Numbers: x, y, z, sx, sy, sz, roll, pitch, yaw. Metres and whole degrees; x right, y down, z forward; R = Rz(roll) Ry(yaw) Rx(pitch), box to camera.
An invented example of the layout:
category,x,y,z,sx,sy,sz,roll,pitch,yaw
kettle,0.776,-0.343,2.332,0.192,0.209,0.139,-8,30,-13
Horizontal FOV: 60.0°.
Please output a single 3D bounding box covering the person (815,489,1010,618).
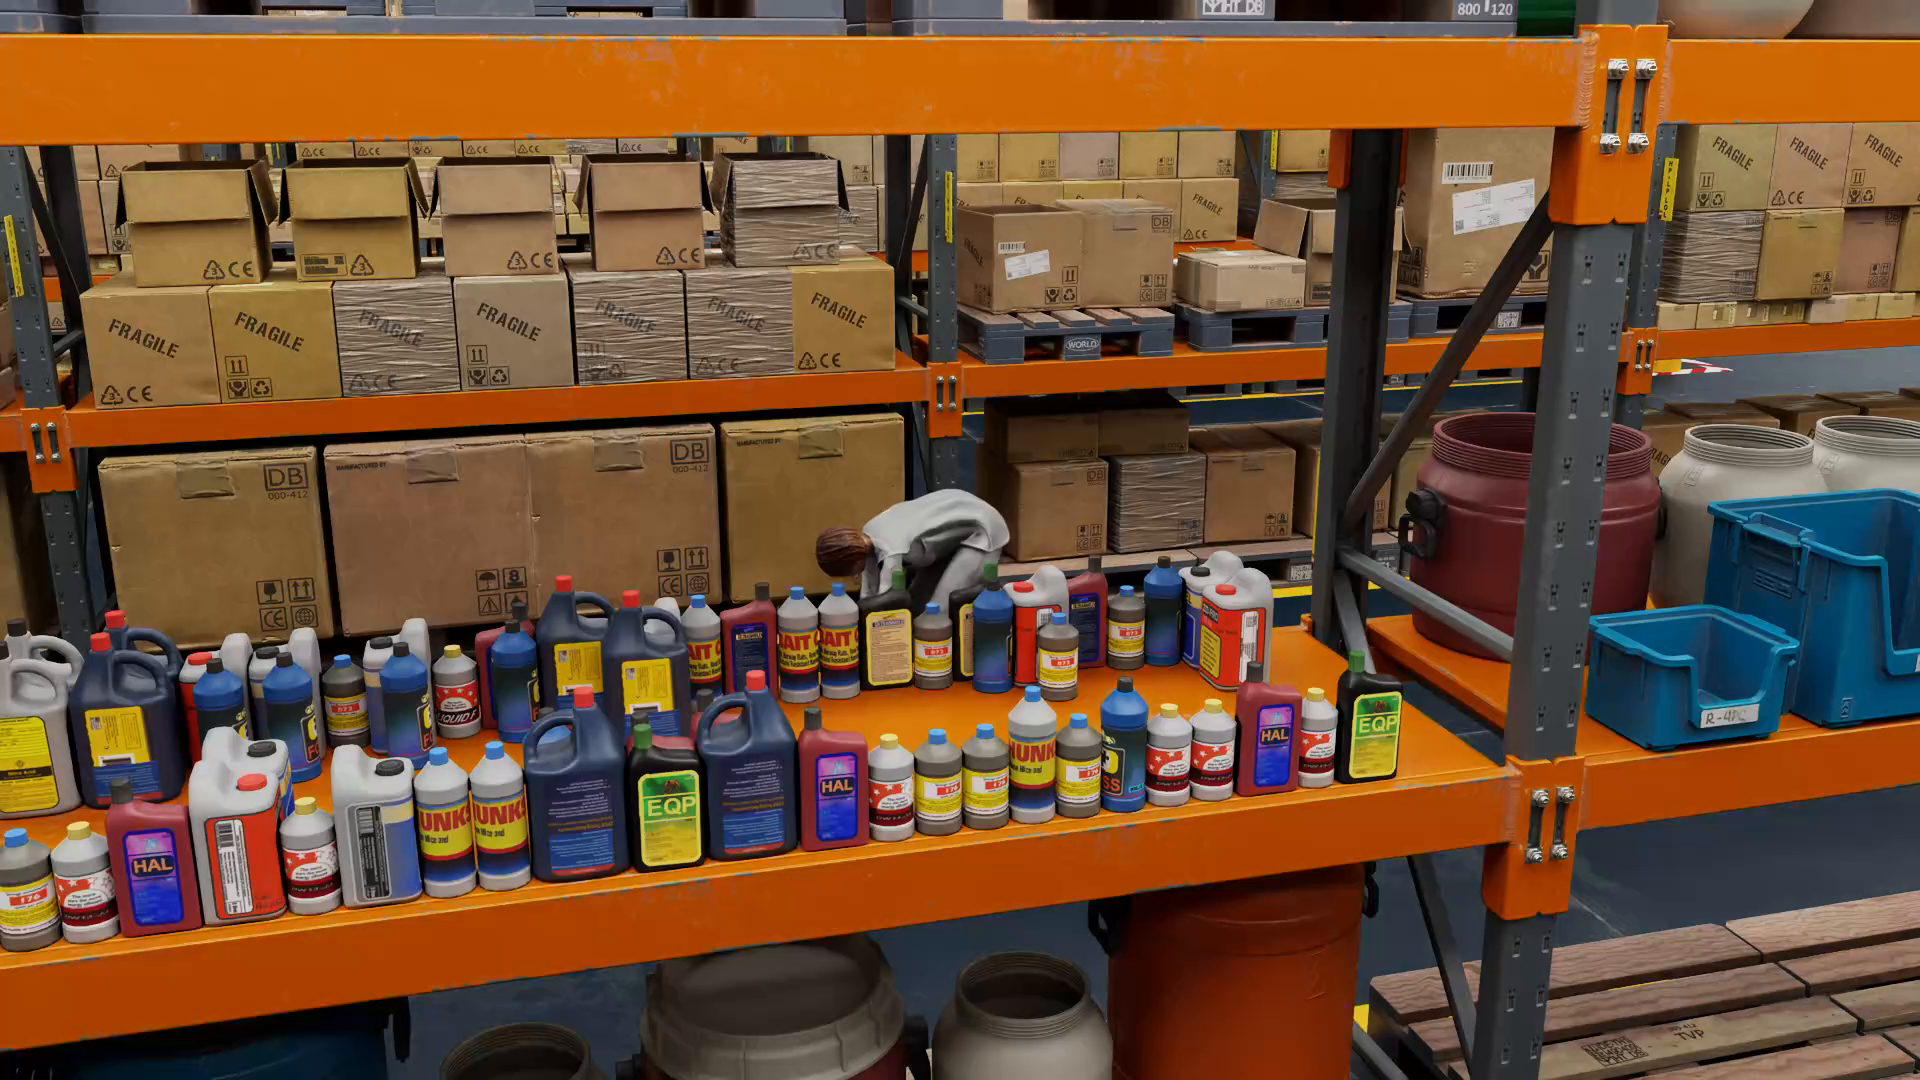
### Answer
category,x,y,z,sx,sy,sz,roll,pitch,yaw
person,-0.209,0.270,7.266,0.868,0.960,0.409,-5,17,-18
